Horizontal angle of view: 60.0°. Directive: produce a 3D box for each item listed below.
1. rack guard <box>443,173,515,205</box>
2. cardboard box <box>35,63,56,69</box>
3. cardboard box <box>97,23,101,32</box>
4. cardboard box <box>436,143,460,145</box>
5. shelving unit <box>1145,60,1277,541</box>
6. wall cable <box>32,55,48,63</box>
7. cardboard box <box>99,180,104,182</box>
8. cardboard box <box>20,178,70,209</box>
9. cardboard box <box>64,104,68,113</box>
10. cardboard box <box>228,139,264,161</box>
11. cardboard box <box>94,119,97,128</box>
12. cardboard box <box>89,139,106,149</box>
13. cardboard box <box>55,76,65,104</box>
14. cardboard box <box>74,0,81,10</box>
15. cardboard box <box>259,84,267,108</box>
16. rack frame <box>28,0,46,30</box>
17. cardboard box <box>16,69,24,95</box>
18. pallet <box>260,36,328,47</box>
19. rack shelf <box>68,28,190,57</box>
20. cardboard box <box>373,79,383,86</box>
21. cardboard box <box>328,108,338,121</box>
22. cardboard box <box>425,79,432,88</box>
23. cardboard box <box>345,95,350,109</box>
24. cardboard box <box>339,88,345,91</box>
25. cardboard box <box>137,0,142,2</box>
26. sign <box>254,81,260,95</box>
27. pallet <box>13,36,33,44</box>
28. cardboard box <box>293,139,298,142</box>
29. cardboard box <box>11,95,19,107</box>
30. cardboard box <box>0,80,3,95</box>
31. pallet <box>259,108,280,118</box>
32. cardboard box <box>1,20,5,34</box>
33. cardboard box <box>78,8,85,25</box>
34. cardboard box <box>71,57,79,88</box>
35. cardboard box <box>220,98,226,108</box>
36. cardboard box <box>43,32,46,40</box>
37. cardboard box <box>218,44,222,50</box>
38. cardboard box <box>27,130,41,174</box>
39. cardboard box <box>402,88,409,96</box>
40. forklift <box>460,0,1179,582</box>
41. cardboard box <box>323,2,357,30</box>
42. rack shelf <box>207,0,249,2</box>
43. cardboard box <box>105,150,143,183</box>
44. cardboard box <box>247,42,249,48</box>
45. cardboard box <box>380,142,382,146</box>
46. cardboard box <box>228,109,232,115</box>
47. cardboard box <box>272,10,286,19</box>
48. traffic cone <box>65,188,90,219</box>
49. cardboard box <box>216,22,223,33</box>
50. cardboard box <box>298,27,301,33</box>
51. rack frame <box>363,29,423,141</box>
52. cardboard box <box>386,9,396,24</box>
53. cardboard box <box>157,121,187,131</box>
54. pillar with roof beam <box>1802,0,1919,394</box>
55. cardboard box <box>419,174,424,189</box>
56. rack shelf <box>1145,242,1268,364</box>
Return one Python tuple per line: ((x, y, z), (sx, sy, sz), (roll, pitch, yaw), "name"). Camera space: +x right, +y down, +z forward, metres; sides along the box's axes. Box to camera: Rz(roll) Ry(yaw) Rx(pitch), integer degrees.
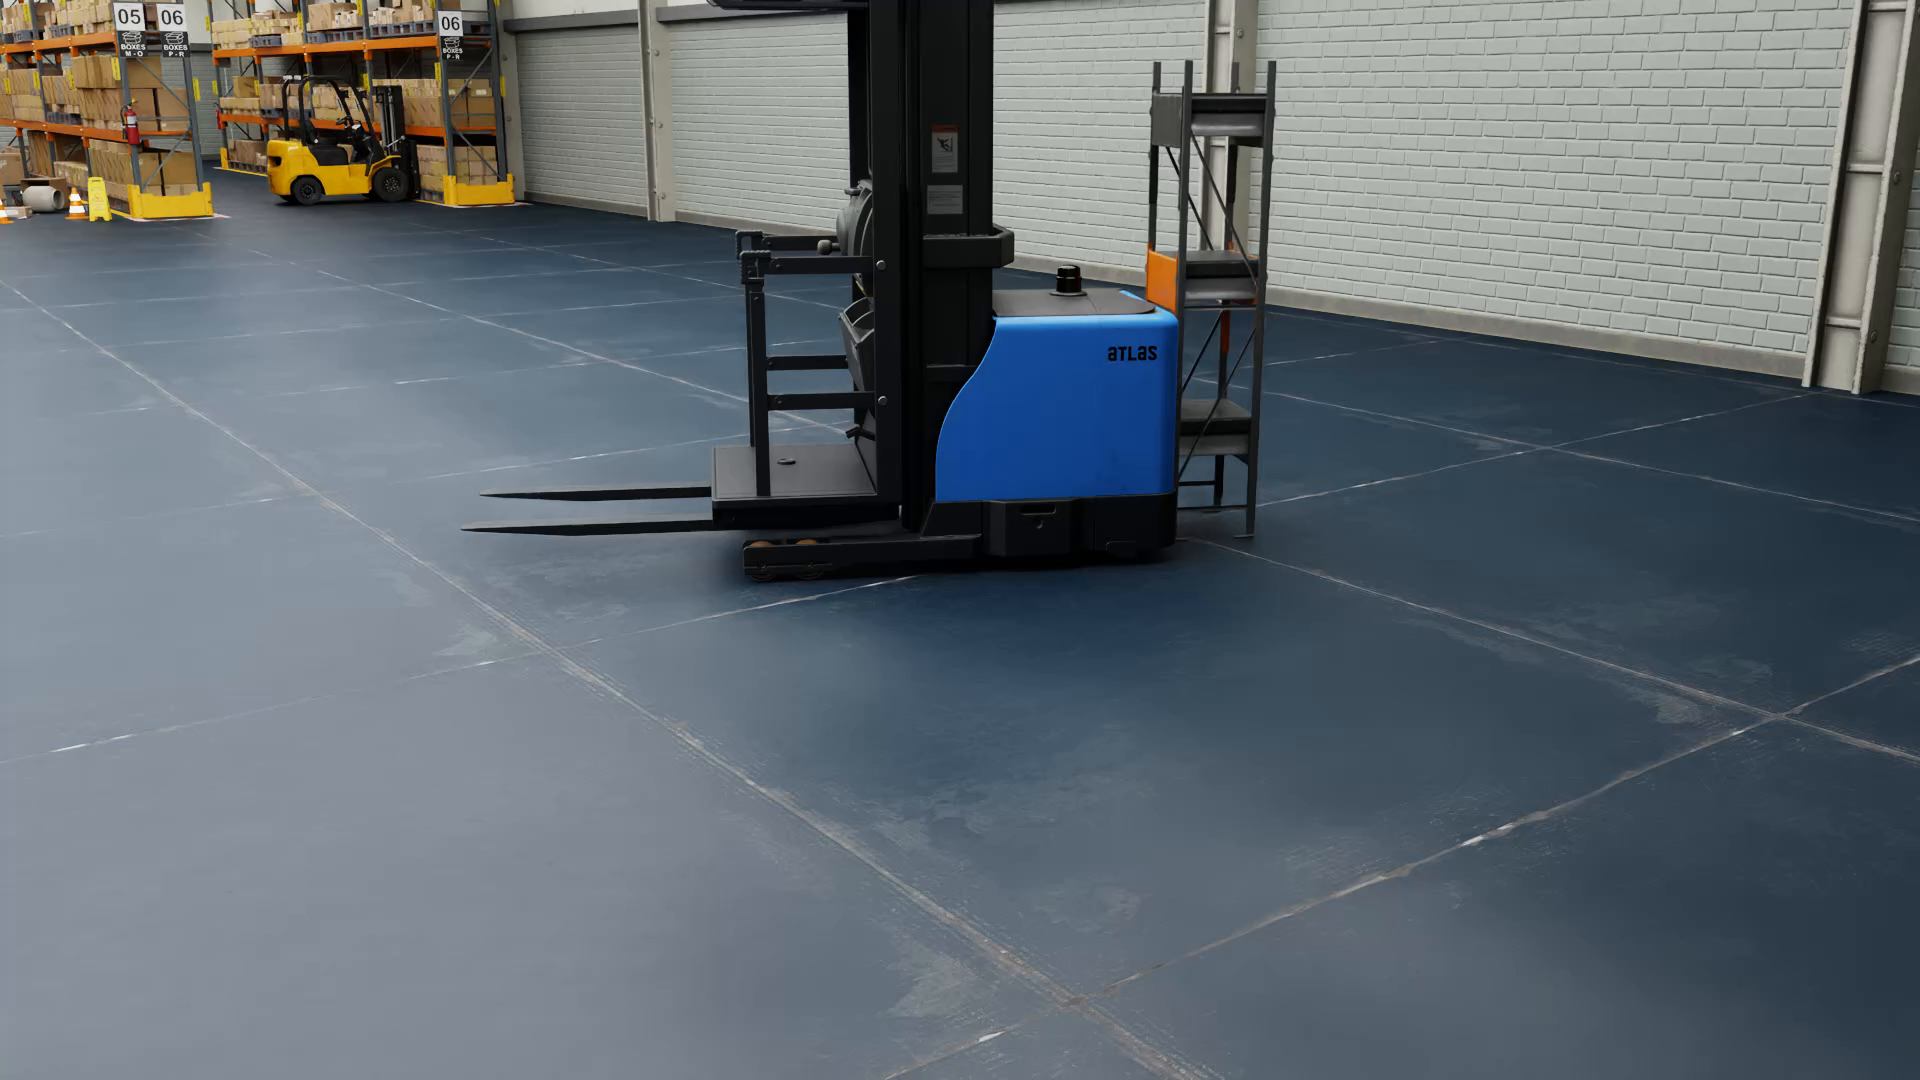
((-8.381, -6.116, 28.973), (1.175, 0.500, 0.348), (-11, 19, -35), "rack guard")
((-19.439, -10.069, 35.369), (0.380, 0.149, 0.250), (-11, 19, -35), "cardboard box")
((-13.574, -8.191, 26.616), (0.380, 0.149, 0.250), (-11, 19, -36), "cardboard box")
((-9.402, -7.142, 30.508), (0.500, 0.250, 0.500), (-11, 19, -36), "cardboard box")
((1.105, -1.079, 7.540), (0.431, 2.100, 0.503), (-2, 16, -9), "shelving unit")
((-24.009, -11.885, 43.392), (0.588, 1.984, 0.122), (-11, 19, -35), "wall cable")
((-14.308, -6.005, 28.249), (0.500, 0.250, 0.500), (-10, 18, -31), "cardboard box")
((-15.230, -5.765, 27.687), (0.500, 0.500, 0.500), (1, 15, 4), "cardboard box")
((-16.160, -7.894, 30.416), (0.380, 0.149, 0.250), (-10, 18, -33), "cardboard box")
((-17.520, -9.596, 40.888), (0.797, 0.503, 0.637), (-12, 19, -37), "cardboard box")
((-14.345, -7.015, 28.000), (0.380, 0.149, 0.250), (-10, 18, -33), "cardboard box")
((-14.606, -6.756, 28.343), (0.380, 0.149, 0.250), (-11, 19, -34), "cardboard box")
((-16.117, -8.195, 30.288), (0.500, 0.500, 0.500), (-12, 19, -37), "cardboard box")
((-14.381, -8.833, 27.448), (0.380, 0.149, 0.250), (-11, 19, -35), "cardboard box")
((-15.347, -10.002, 37.451), (0.700, 0.500, 0.500), (-10, 18, -33), "cardboard box")
((-17.112, -11.157, 31.294), (1.000, 3.000, 0.127), (-11, 19, -35), "rack frame")
((-18.823, -9.298, 33.781), (0.500, 0.500, 0.500), (-11, 19, -36), "cardboard box")
((-14.512, -10.874, 36.297), (1.213, 0.211, 1.003), (-11, 19, -35), "pallet")
((-13.584, -8.082, 27.104), (1.077, 0.370, 4.000), (-11, 19, -35), "rack shelf")
((-10.799, -8.571, 31.228), (0.380, 0.149, 0.250), (-10, 18, -33), "cardboard box")
((-12.435, -8.613, 33.645), (0.500, 0.250, 0.500), (-12, 19, -36), "cardboard box")
((-9.122, -7.974, 29.048), (0.380, 0.149, 0.250), (-10, 18, -33), "cardboard box")
((-11.847, -8.633, 32.774), (0.500, 0.250, 0.500), (-10, 18, -33), "cardboard box")
((-12.121, -8.893, 32.968), (0.380, 0.149, 0.250), (-11, 19, -36), "cardboard box")
((-12.613, -8.424, 25.957), (0.380, 0.149, 0.250), (-11, 19, -35), "cardboard box")
((-15.885, -10.220, 37.596), (0.100, 0.325, 0.005), (-11, 19, -35), "sign")
((-18.884, -10.284, 34.148), (0.805, 0.209, 1.217), (-12, 19, -37), "pallet")
((-14.351, -8.698, 36.385), (0.380, 0.149, 0.250), (-12, 19, -37), "cardboard box")
((-19.433, -9.149, 34.657), (0.500, 0.250, 0.500), (-12, 19, -36), "cardboard box")
((-20.563, -9.923, 36.065), (0.500, 0.500, 0.500), (-11, 19, -34), "cardboard box")
((-15.069, -9.609, 37.364), (1.003, 0.211, 1.213), (-11, 19, -35), "pallet")
((-19.452, -10.541, 34.184), (0.396, 0.266, 0.258), (-11, 19, -35), "cardboard box")
((-14.128, -8.573, 27.256), (0.500, 0.250, 0.500), (-11, 19, -34), "cardboard box")
((-14.676, -7.956, 28.314), (0.700, 0.500, 0.500), (-11, 19, -35), "cardboard box")
((-17.754, -10.675, 40.619), (0.500, 0.250, 0.500), (-11, 19, -34), "cardboard box")
((-17.064, -9.495, 31.381), (0.380, 0.149, 0.250), (-11, 19, -35), "cardboard box")
((-17.803, -11.964, 40.402), (0.380, 0.149, 0.250), (-10, 18, -33), "cardboard box")
((-19.034, -8.175, 34.993), (0.875, 0.875, 0.875), (-10, 18, -33), "cardboard box")
((-9.879, -8.099, 30.068), (0.380, 0.149, 0.250), (-11, 19, -36), "cardboard box")
((-0.624, -1.389, 7.100), (3.031, 2.935, 1.130), (-2, 15, -8), "forklift")
((-12.271, -10.371, 32.928), (0.500, 0.500, 0.500), (-10, 18, -33), "cardboard box")
((-16.627, -12.861, 38.888), (1.077, 0.370, 4.000), (-11, 19, -35), "rack shelf")
((-13.690, -6.143, 27.333), (0.500, 0.500, 0.500), (-11, 19, -36), "cardboard box")
((-16.042, -11.298, 37.967), (0.380, 0.149, 0.250), (-11, 19, -35), "cardboard box")
((-10.716, -7.387, 31.403), (0.500, 0.250, 0.500), (-11, 19, -35), "cardboard box")
((-17.644, -10.462, 40.594), (0.380, 0.149, 0.250), (-10, 18, -33), "cardboard box")
((-15.215, -11.754, 37.299), (0.396, 0.266, 0.258), (-11, 19, -35), "cardboard box")
((-13.704, -5.223, 25.783), (0.336, 0.463, 0.334), (-11, 19, -35), "traffic cone")
((-17.461, -12.257, 39.767), (0.500, 0.250, 0.500), (-11, 19, -35), "cardboard box")
((-13.638, -10.698, 34.828), (0.380, 0.149, 0.250), (-11, 19, -36), "cardboard box")
((-10.747, -8.180, 31.783), (1.000, 3.000, 0.127), (-11, 19, -35), "rack frame")
((-10.120, -9.449, 30.006), (0.396, 0.266, 0.258), (-11, 19, -36), "cardboard box")
((-12.440, -6.539, 26.260), (0.380, 0.149, 0.250), (-11, 19, -34), "cardboard box")
((2.554, -4.715, 7.759), (9.100, 9.000, 0.400), (-11, 19, -35), "pillar with roof beam")
((-9.498, -6.470, 29.946), (0.500, 0.250, 0.500), (-11, 19, -34), "cardboard box")
((1.105, -1.066, 7.544), (0.431, 0.518, 0.480), (-2, 16, -9), "rack shelf")
